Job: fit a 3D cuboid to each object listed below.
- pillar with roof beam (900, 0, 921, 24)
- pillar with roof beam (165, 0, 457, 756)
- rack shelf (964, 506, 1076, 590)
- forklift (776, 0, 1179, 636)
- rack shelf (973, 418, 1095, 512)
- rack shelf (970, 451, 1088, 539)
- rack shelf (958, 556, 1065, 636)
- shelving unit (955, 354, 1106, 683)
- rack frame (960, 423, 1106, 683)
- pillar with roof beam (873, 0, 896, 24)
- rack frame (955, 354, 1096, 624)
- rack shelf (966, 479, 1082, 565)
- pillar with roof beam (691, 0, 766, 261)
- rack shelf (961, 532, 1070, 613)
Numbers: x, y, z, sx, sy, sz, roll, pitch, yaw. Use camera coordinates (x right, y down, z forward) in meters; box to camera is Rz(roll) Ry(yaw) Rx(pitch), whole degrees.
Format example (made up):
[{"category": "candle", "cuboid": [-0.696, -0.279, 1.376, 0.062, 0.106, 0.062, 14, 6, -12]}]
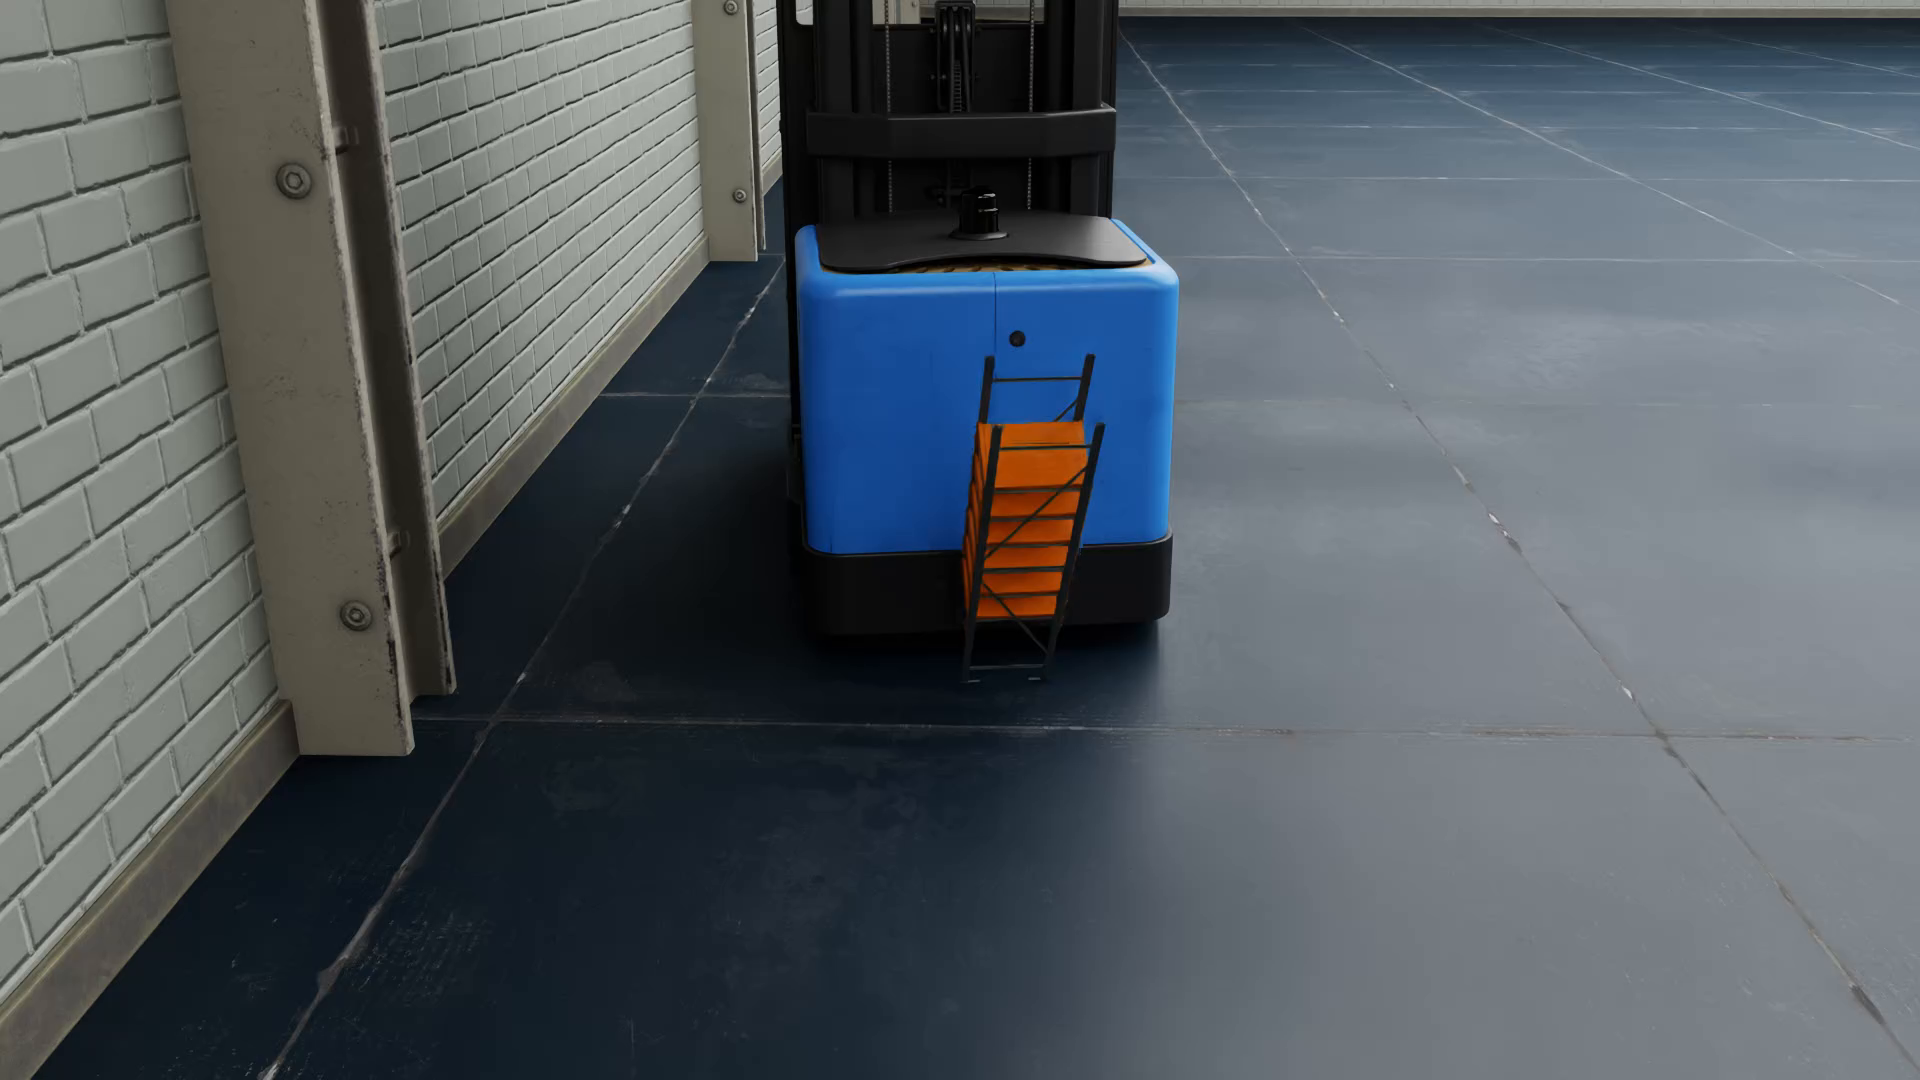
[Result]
[{"category": "pillar with roof beam", "cuboid": [3.509, -12.361, 24.947, 9.100, 9.000, 0.400, 1, 21, 2]}, {"category": "pillar with roof beam", "cuboid": [2.779, -3.684, 2.582, 9.100, 9.000, 0.400, 1, 21, 2]}, {"category": "rack shelf", "cuboid": [0.145, 0.016, 4.103, 0.258, 0.103, 0.180, -2, 59, -5]}, {"category": "forklift", "cuboid": [-0.067, -1.593, 5.582, 1.130, 2.935, 3.031, -2, 21, -6]}, {"category": "rack shelf", "cuboid": [0.165, -0.172, 3.796, 0.258, 0.103, 0.180, -2, 59, -5]}, {"category": "rack shelf", "cuboid": [0.158, -0.109, 3.898, 0.258, 0.103, 0.180, -2, 59, -5]}, {"category": "rack shelf", "cuboid": [0.131, 0.141, 4.307, 0.258, 0.103, 0.180, -2, 59, -5]}, {"category": "shelving unit", "cuboid": [0.147, -0.008, 4.065, 0.258, 1.200, 0.189, -2, 59, -5]}, {"category": "rack frame", "cuboid": [0.154, 0.070, 4.017, 0.240, 1.200, 0.006, -2, 59, -5]}, {"category": "pillar with roof beam", "cuboid": [3.327, -10.192, 19.356, 9.100, 9.000, 0.400, 1, 21, 2]}, {"category": "rack frame", "cuboid": [0.140, -0.086, 4.112, 0.240, 1.200, 0.006, -2, 59, -5]}, {"category": "rack shelf", "cuboid": [0.152, -0.047, 4.000, 0.258, 0.103, 0.180, -2, 59, -5]}, {"category": "pillar with roof beam", "cuboid": [2.962, -5.853, 8.173, 9.100, 9.000, 0.400, 1, 21, 2]}, {"category": "rack shelf", "cuboid": [0.138, 0.078, 4.205, 0.258, 0.103, 0.180, -2, 59, -5]}]
